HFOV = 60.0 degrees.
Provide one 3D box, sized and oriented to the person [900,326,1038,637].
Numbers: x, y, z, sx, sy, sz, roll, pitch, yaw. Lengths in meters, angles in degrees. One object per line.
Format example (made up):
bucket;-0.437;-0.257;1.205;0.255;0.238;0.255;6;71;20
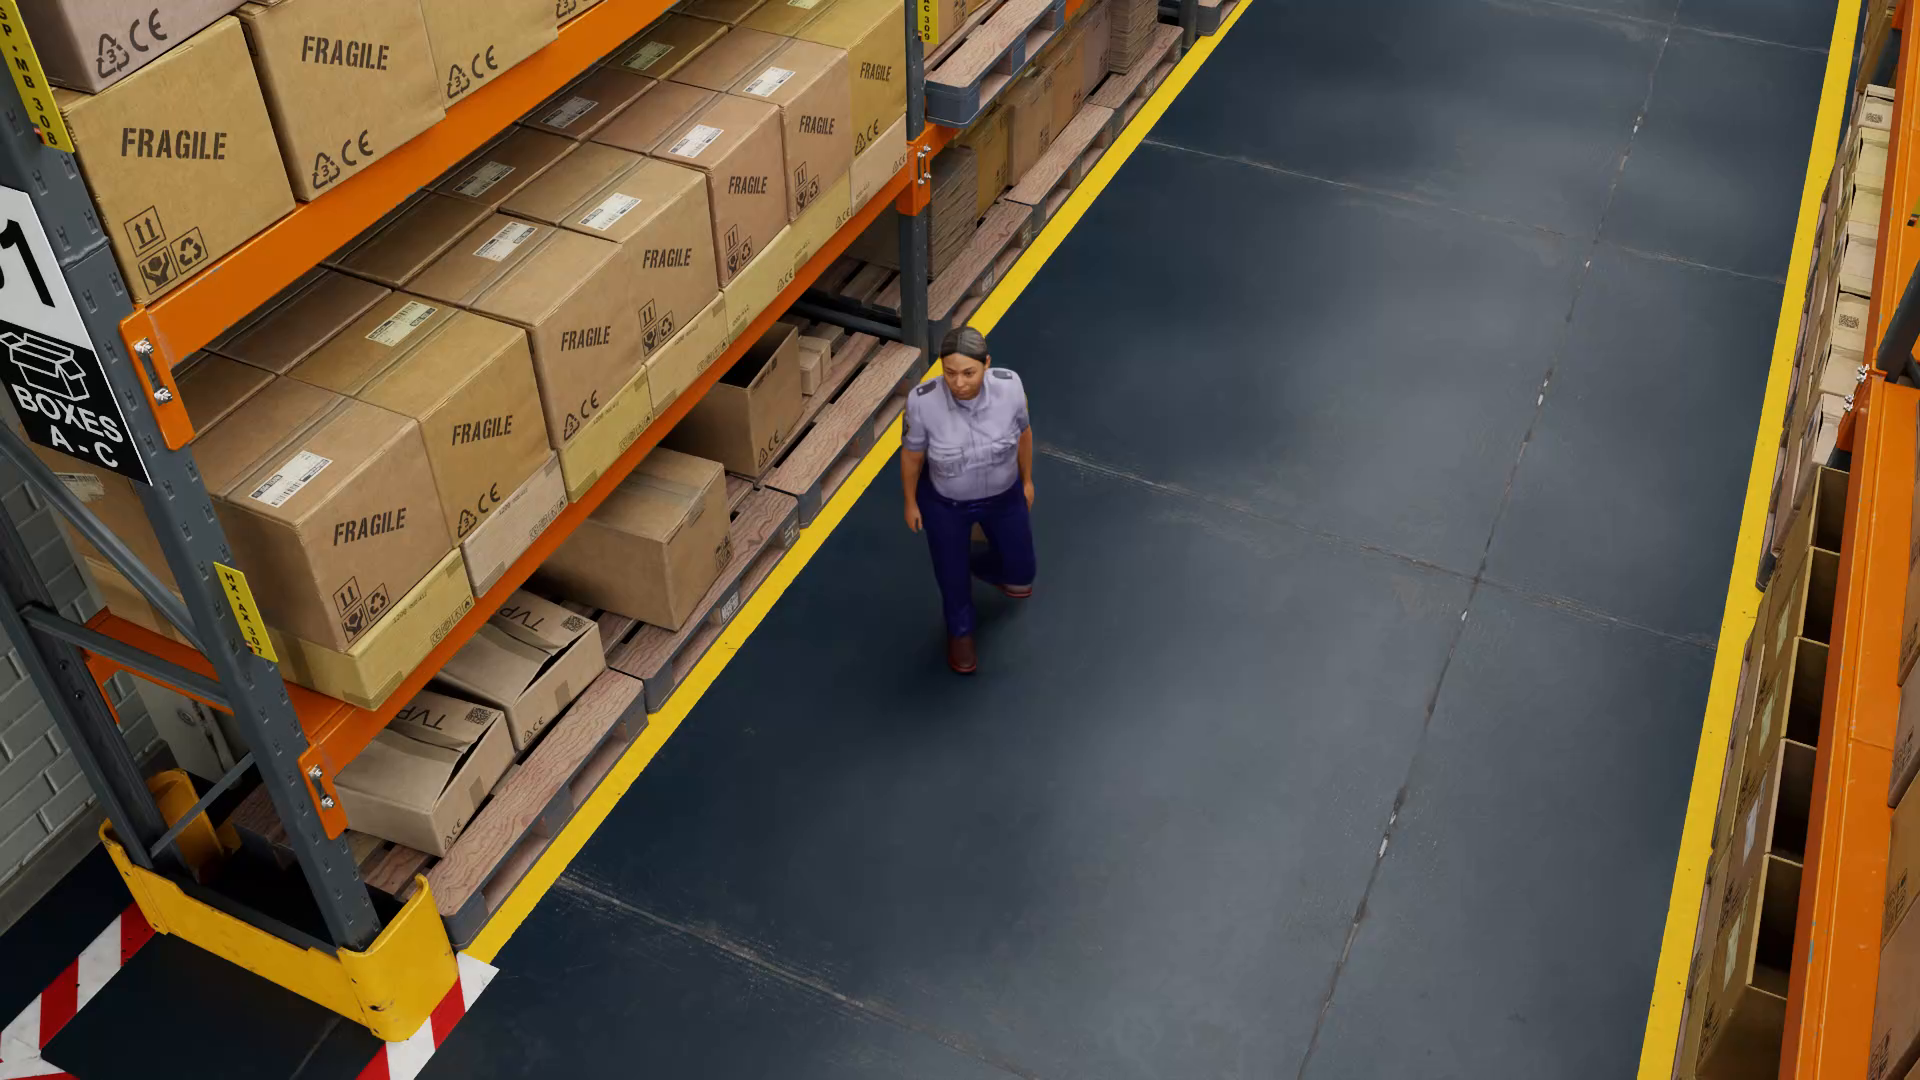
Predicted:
person;0.026;-0.223;6.370;0.524;1.578;0.480;-8;43;-9
